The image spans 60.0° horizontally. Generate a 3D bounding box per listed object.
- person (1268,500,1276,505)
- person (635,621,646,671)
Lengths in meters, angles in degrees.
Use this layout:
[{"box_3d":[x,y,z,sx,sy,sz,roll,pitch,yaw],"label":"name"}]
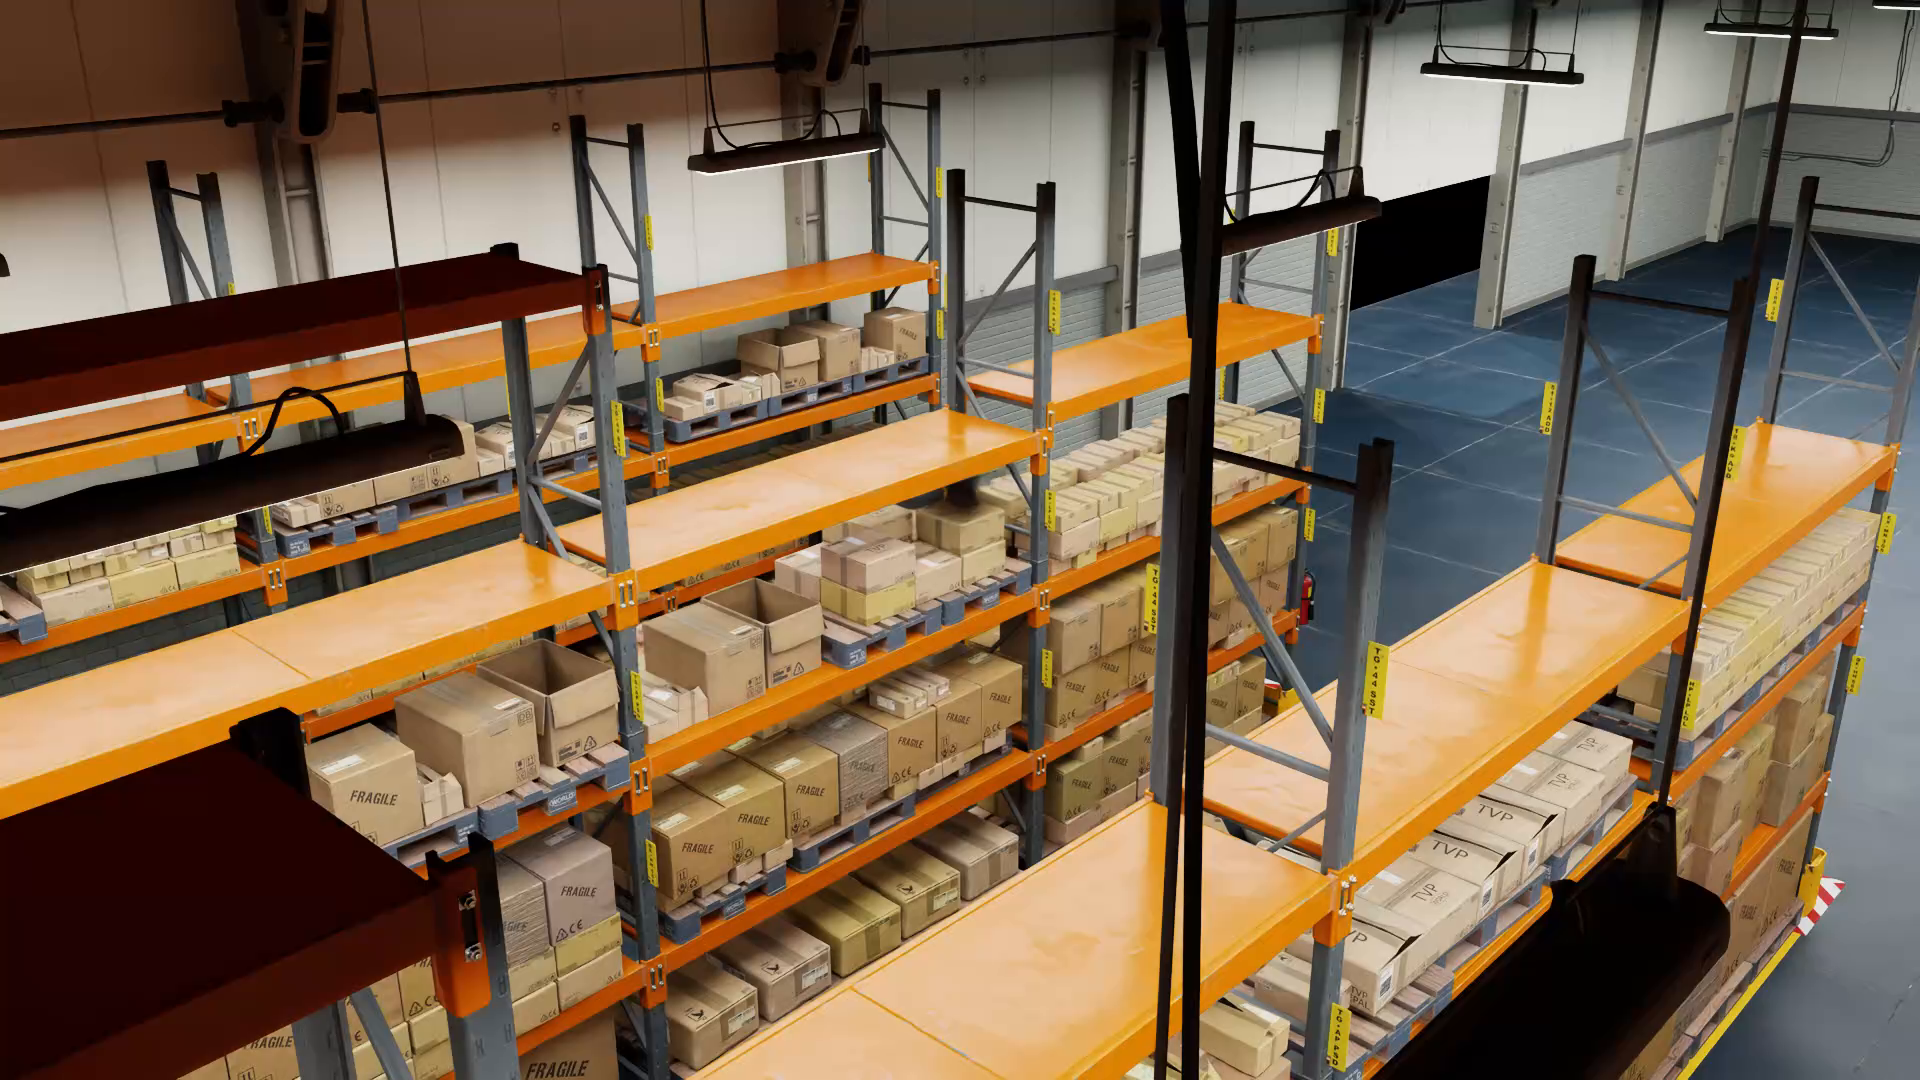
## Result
[{"box_3d":[3.525,0.111,19.306,0.448,1.754,0.569,7,22,17],"label":"person"},{"box_3d":[-2.957,1.545,15.774,0.513,1.651,0.424,-7,22,-16],"label":"person"}]
